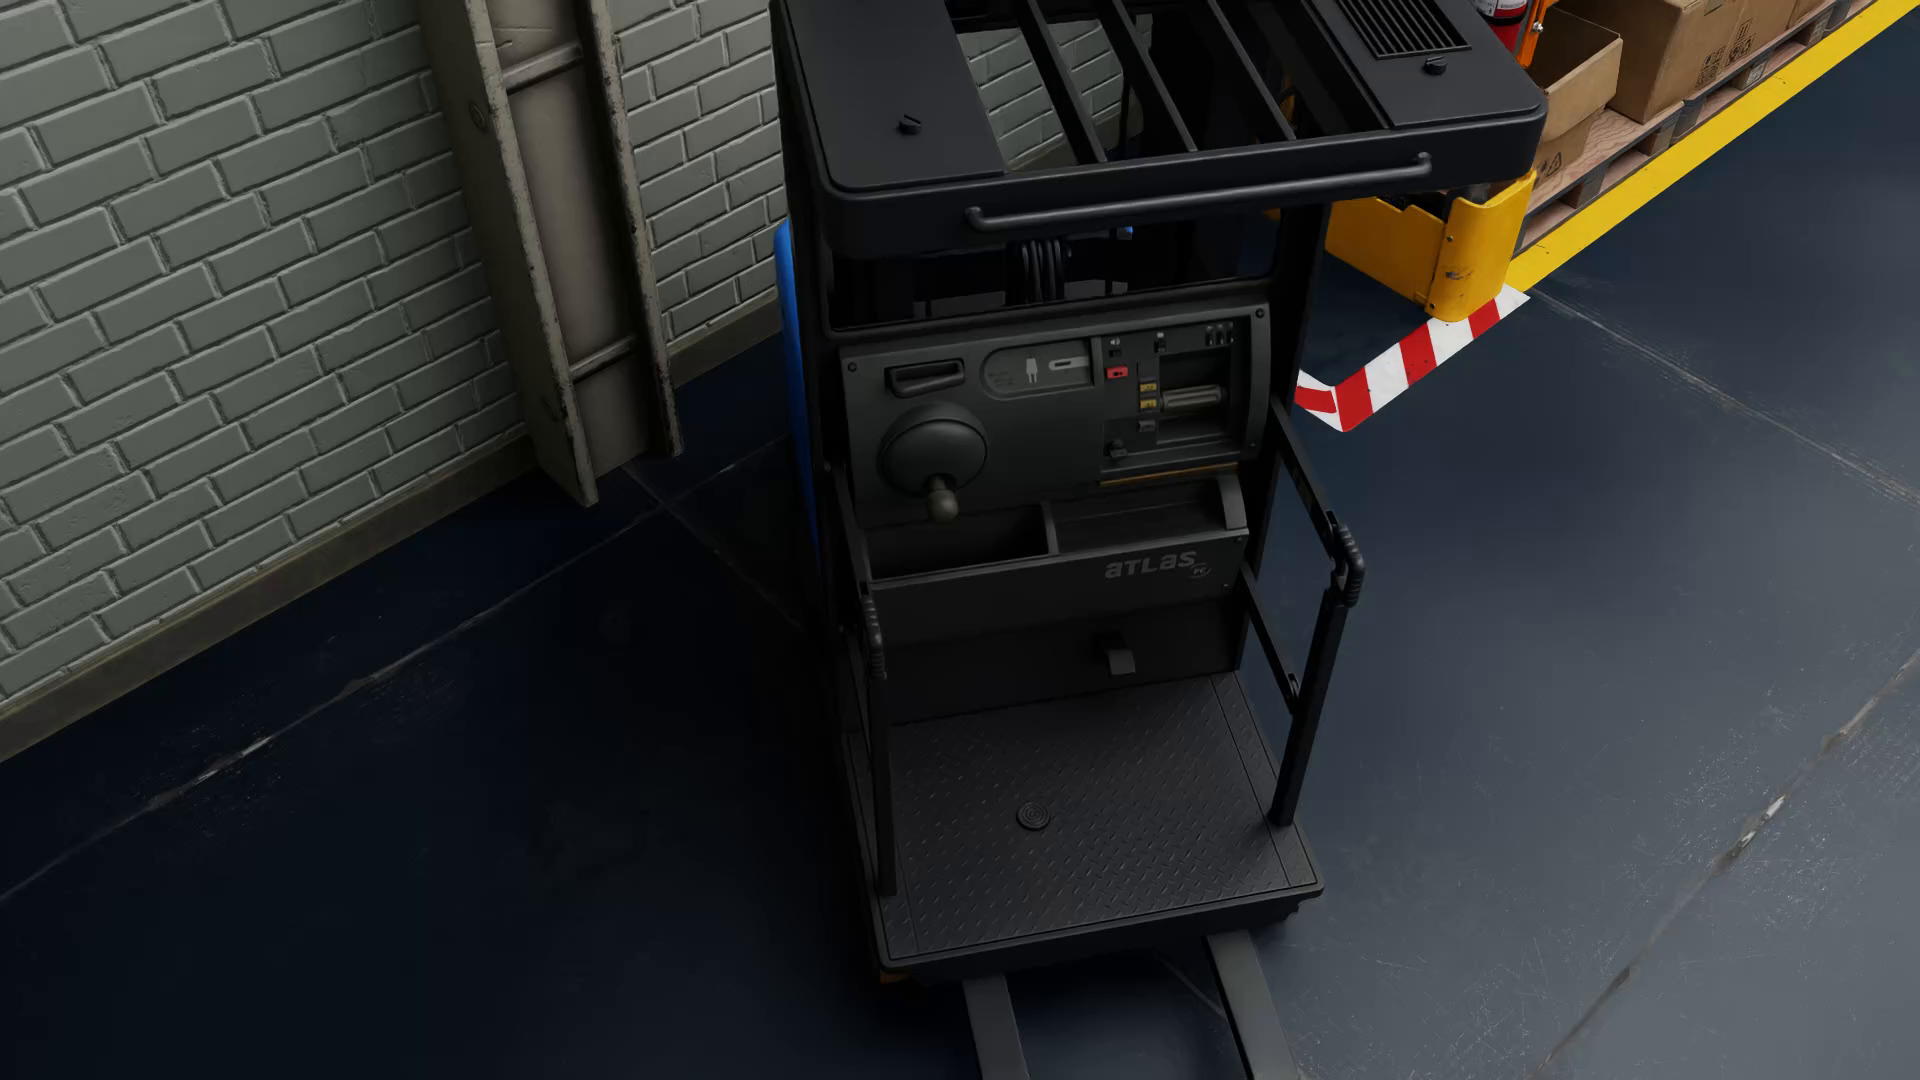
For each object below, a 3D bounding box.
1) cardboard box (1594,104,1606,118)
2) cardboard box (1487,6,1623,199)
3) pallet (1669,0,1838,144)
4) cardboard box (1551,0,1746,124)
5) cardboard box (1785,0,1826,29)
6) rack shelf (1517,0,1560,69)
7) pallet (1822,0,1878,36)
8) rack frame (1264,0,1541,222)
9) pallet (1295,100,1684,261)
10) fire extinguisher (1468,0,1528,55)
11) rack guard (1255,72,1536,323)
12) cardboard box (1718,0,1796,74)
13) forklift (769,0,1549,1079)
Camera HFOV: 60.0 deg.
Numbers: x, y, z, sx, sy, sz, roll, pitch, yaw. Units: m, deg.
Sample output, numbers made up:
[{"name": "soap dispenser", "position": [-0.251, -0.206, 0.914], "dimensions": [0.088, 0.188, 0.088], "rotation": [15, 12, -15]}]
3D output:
[{"name": "cardboard box", "position": [2.297, -1.758, 6.485], "dimensions": [0.250, 0.149, 0.380], "rotation": [-36, 57, -28]}, {"name": "cardboard box", "position": [1.956, -1.690, 6.181], "dimensions": [0.637, 0.503, 0.797], "rotation": [-36, 57, -28]}, {"name": "pallet", "position": [2.987, -2.230, 7.164], "dimensions": [1.213, 0.211, 1.003], "rotation": [-34, 56, -27]}, {"name": "cardboard box", "position": [2.615, -2.090, 6.553], "dimensions": [0.500, 0.500, 0.700], "rotation": [-32, 55, -26]}, {"name": "cardboard box", "position": [3.383, -2.603, 7.026], "dimensions": [0.500, 0.500, 0.700], "rotation": [-36, 57, -28]}, {"name": "rack shelf", "position": [2.919, -2.888, 6.363], "dimensions": [4.000, 0.370, 1.077], "rotation": [-34, 56, -27]}, {"name": "pallet", "position": [3.890, -2.836, 7.723], "dimensions": [1.213, 0.211, 1.003], "rotation": [-34, 56, -27]}, {"name": "rack frame", "position": [1.440, -2.143, 5.186], "dimensions": [0.127, 3.000, 1.000], "rotation": [-34, 56, -27]}, {"name": "pallet", "position": [2.085, -1.629, 6.610], "dimensions": [1.213, 0.211, 1.003], "rotation": [-34, 56, -27]}, {"name": "fire extinguisher", "position": [1.642, -1.666, 5.053], "dimensions": [0.183, 0.674, 0.296], "rotation": [-34, 56, -27]}, {"name": "rack guard", "position": [1.496, -1.333, 6.140], "dimensions": [0.348, 0.500, 1.175], "rotation": [-34, 56, -27]}, {"name": "cardboard box", "position": [3.073, -2.297, 6.744], "dimensions": [0.500, 0.500, 0.500], "rotation": [-33, 55, -27]}, {"name": "forklift", "position": [0.258, -0.180, 3.422], "dimensions": [1.130, 2.935, 3.031], "rotation": [-8, 48, -8]}]
